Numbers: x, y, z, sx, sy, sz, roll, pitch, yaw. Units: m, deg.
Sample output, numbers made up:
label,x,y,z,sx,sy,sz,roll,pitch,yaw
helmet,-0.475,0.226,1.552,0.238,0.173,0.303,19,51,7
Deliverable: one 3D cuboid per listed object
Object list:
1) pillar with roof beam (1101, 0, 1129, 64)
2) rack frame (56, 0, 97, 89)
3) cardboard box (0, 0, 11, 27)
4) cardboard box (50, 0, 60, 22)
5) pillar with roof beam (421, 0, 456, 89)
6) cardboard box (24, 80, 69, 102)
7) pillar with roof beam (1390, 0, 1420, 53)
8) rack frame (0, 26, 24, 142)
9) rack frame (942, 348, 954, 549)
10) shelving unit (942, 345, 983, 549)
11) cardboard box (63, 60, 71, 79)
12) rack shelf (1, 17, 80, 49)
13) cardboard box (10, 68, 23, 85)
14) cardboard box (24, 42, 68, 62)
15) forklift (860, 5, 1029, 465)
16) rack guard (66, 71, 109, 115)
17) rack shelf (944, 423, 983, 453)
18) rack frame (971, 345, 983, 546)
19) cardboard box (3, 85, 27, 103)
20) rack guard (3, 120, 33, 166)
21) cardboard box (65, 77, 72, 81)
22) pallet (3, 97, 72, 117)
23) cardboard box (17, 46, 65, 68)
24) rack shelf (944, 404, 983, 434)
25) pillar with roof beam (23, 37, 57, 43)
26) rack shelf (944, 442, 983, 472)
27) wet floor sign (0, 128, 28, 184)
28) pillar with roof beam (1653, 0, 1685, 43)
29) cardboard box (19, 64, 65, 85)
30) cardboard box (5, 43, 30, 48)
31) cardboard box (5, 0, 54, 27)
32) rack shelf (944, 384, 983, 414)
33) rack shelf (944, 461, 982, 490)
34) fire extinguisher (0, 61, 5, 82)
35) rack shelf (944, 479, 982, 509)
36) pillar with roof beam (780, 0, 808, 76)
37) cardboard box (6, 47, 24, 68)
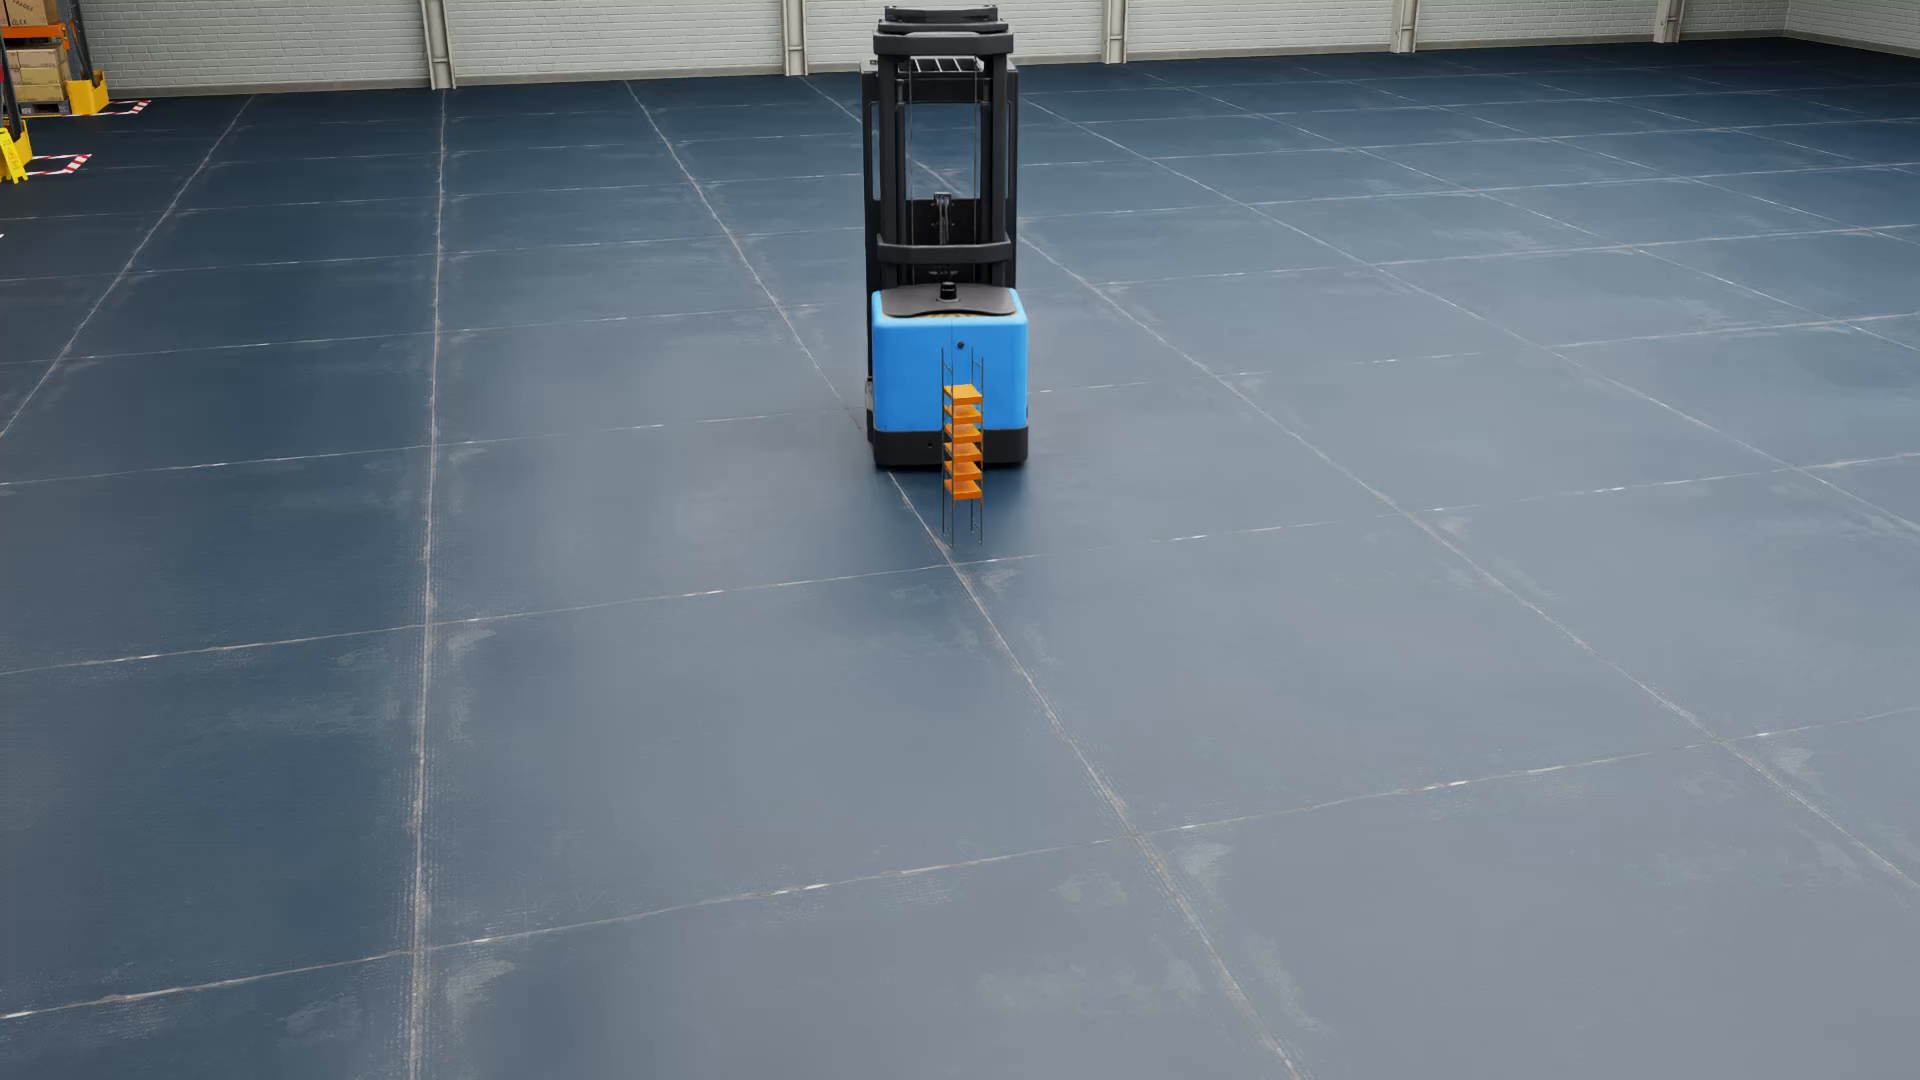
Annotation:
label,x,y,z,sx,sy,sz,roll,pitch,yaw
pillar with roof beam,4.021,-11.403,25.413,0.400,9.000,9.100,-6,24,-14
rack frame,-13.559,-8.095,25.313,0.127,3.000,1.000,-6,24,-14
cardboard box,-14.464,-7.937,24.818,0.500,0.500,0.500,-6,24,-13
cardboard box,-14.111,-8.194,25.416,0.500,0.500,0.500,-6,24,-13
pillar with roof beam,-7.533,-10.125,22.435,0.400,9.000,9.100,-6,24,-14
cardboard box,-13.926,-6.855,25.376,0.500,0.250,0.500,-6,24,-14
pillar with roof beam,9.798,-12.042,26.903,0.400,9.000,9.100,-6,24,-14
rack frame,-12.215,-6.211,20.922,0.127,3.000,1.000,-6,24,-14
rack frame,-0.074,-0.543,9.994,0.006,1.200,0.240,-6,24,-14
shelving unit,0.014,-0.553,10.017,0.189,1.200,0.258,-6,24,-14
cardboard box,-14.068,-7.283,25.740,0.500,0.250,0.500,-6,24,-13
rack shelf,-15.485,-7.552,24.958,4.000,0.370,1.077,-6,24,-14
cardboard box,-14.429,-7.035,25.161,0.500,0.250,0.500,-7,24,-15
cardboard box,-14.073,-7.505,25.623,0.500,0.250,0.500,-7,24,-15
forklift,-0.156,-2.392,12.108,1.130,2.935,3.031,-2,23,-4
rack guard,-13.536,-6.949,25.811,0.348,0.500,1.175,-6,24,-14
rack shelf,0.014,-0.622,9.987,0.180,0.103,0.258,-6,24,-14
rack frame,0.102,-0.563,10.040,0.006,1.200,0.240,-6,24,-14
cardboard box,-14.408,-6.805,25.261,0.500,0.250,0.500,-6,24,-14
rack guard,-12.288,-5.054,21.396,0.348,0.500,1.175,-6,24,-14
cardboard box,-14.085,-7.047,25.823,0.500,0.250,0.500,-6,24,-14
pallet,-14.284,-6.717,25.635,1.213,0.211,1.003,-6,24,-14
cardboard box,-13.918,-7.317,25.185,0.500,0.250,0.500,-5,24,-13
rack shelf,0.014,-0.733,9.940,0.180,0.103,0.258,-6,24,-14
pillar with roof beam,-13.310,-9.486,20.945,0.400,9.000,9.100,-6,24,-14
rack shelf,0.014,-0.512,10.035,0.180,0.103,0.258,-6,24,-14
wet floor sign,-11.743,-4.743,20.486,0.232,0.644,0.267,2,23,4
pillar with roof beam,15.575,-12.681,28.392,0.400,9.000,9.100,-6,24,-14
cardboard box,-13.943,-7.084,25.276,0.500,0.250,0.500,-7,24,-15
cardboard box,-14.553,-7.450,25.496,0.500,0.250,0.500,-6,24,-14
cardboard box,-13.962,-7.989,24.938,0.500,0.500,0.500,-7,24,-16
rack shelf,0.014,-0.843,9.893,0.180,0.103,0.258,-6,24,-14
rack shelf,0.014,-0.402,10.082,0.180,0.103,0.258,-6,24,-14
fire extinguisher,-11.980,-6.013,20.557,0.183,0.674,0.296,-6,24,-14
rack shelf,0.014,-0.292,10.129,0.180,0.103,0.258,-6,24,-14
pillar with roof beam,-1.756,-10.764,23.924,0.400,9.000,9.100,-6,24,-14
cardboard box,-14.408,-7.260,25.053,0.500,0.250,0.500,-6,24,-13
